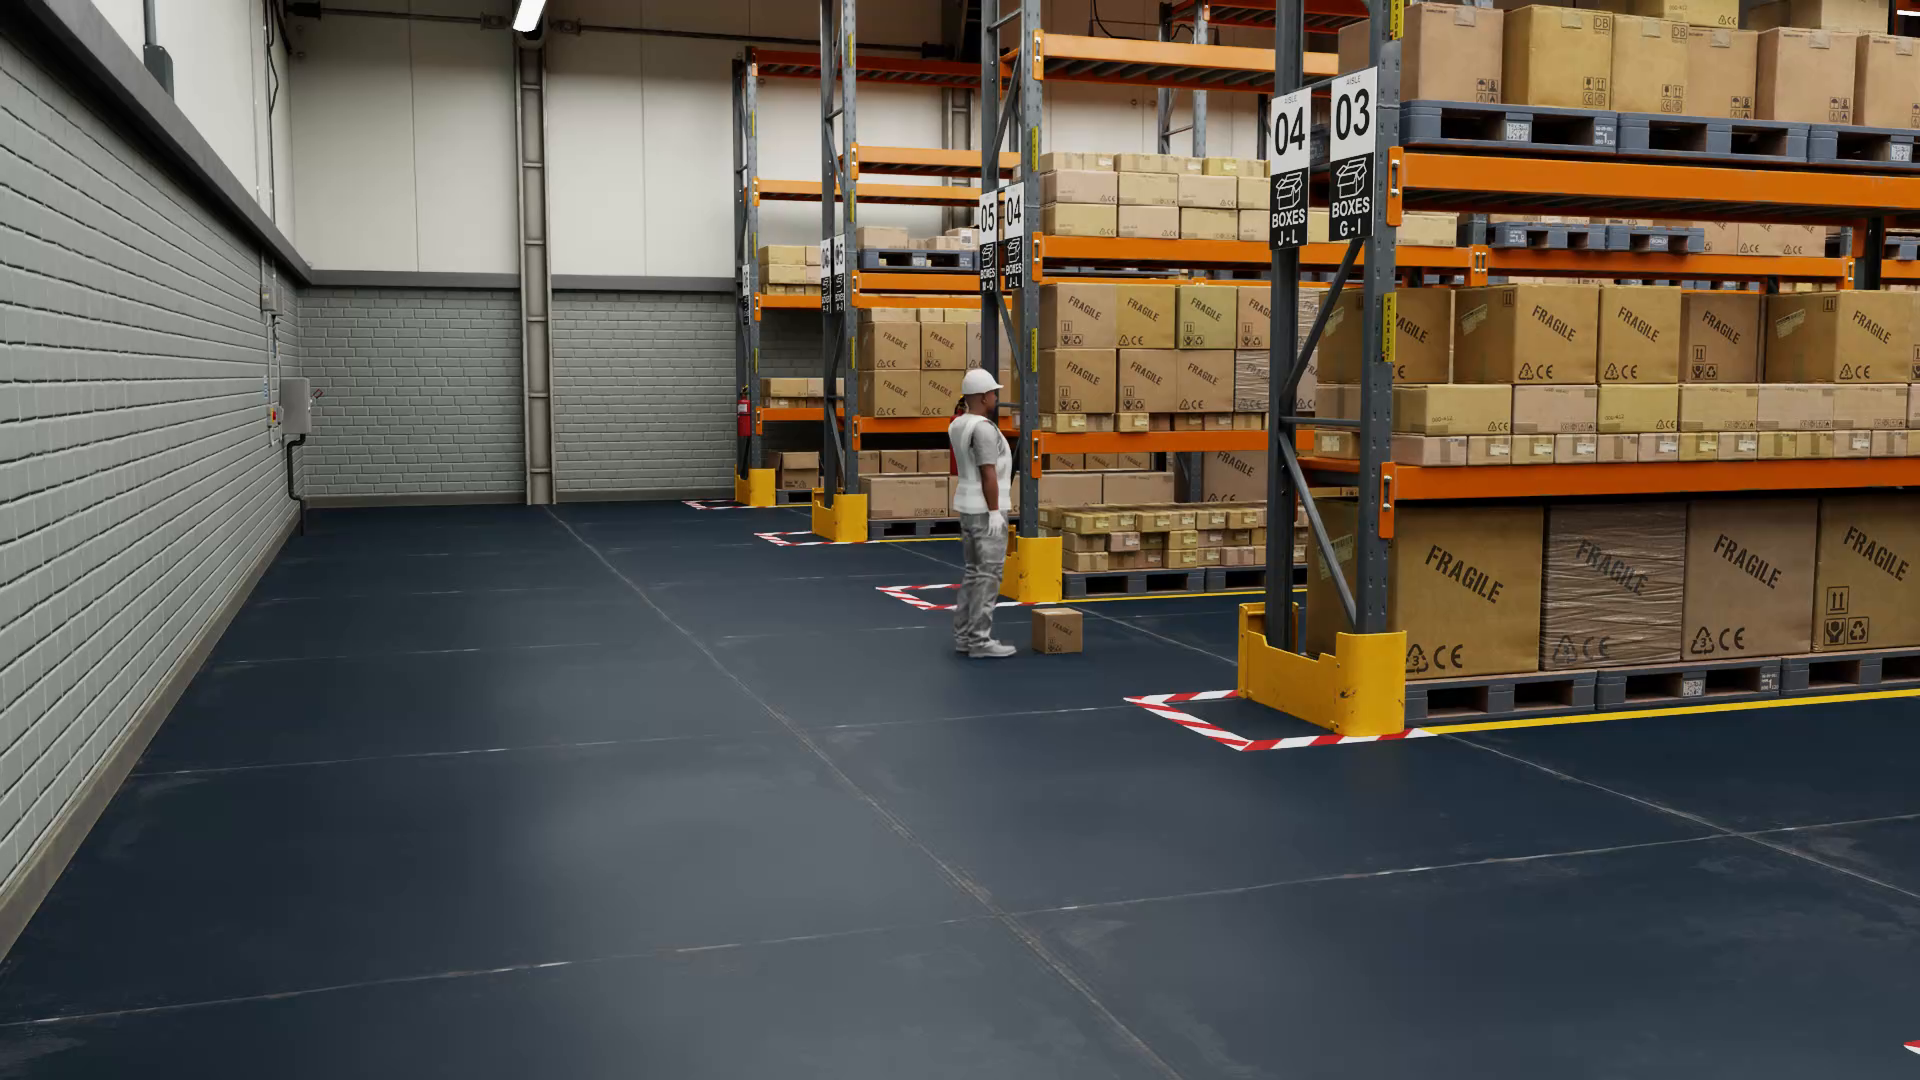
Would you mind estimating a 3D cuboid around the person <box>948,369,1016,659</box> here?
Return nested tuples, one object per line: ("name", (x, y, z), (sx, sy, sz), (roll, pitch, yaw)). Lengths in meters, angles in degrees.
("person", (0.137, -0.169, 10.381), (0.352, 1.781, 0.542), (-2, 6, -17))
